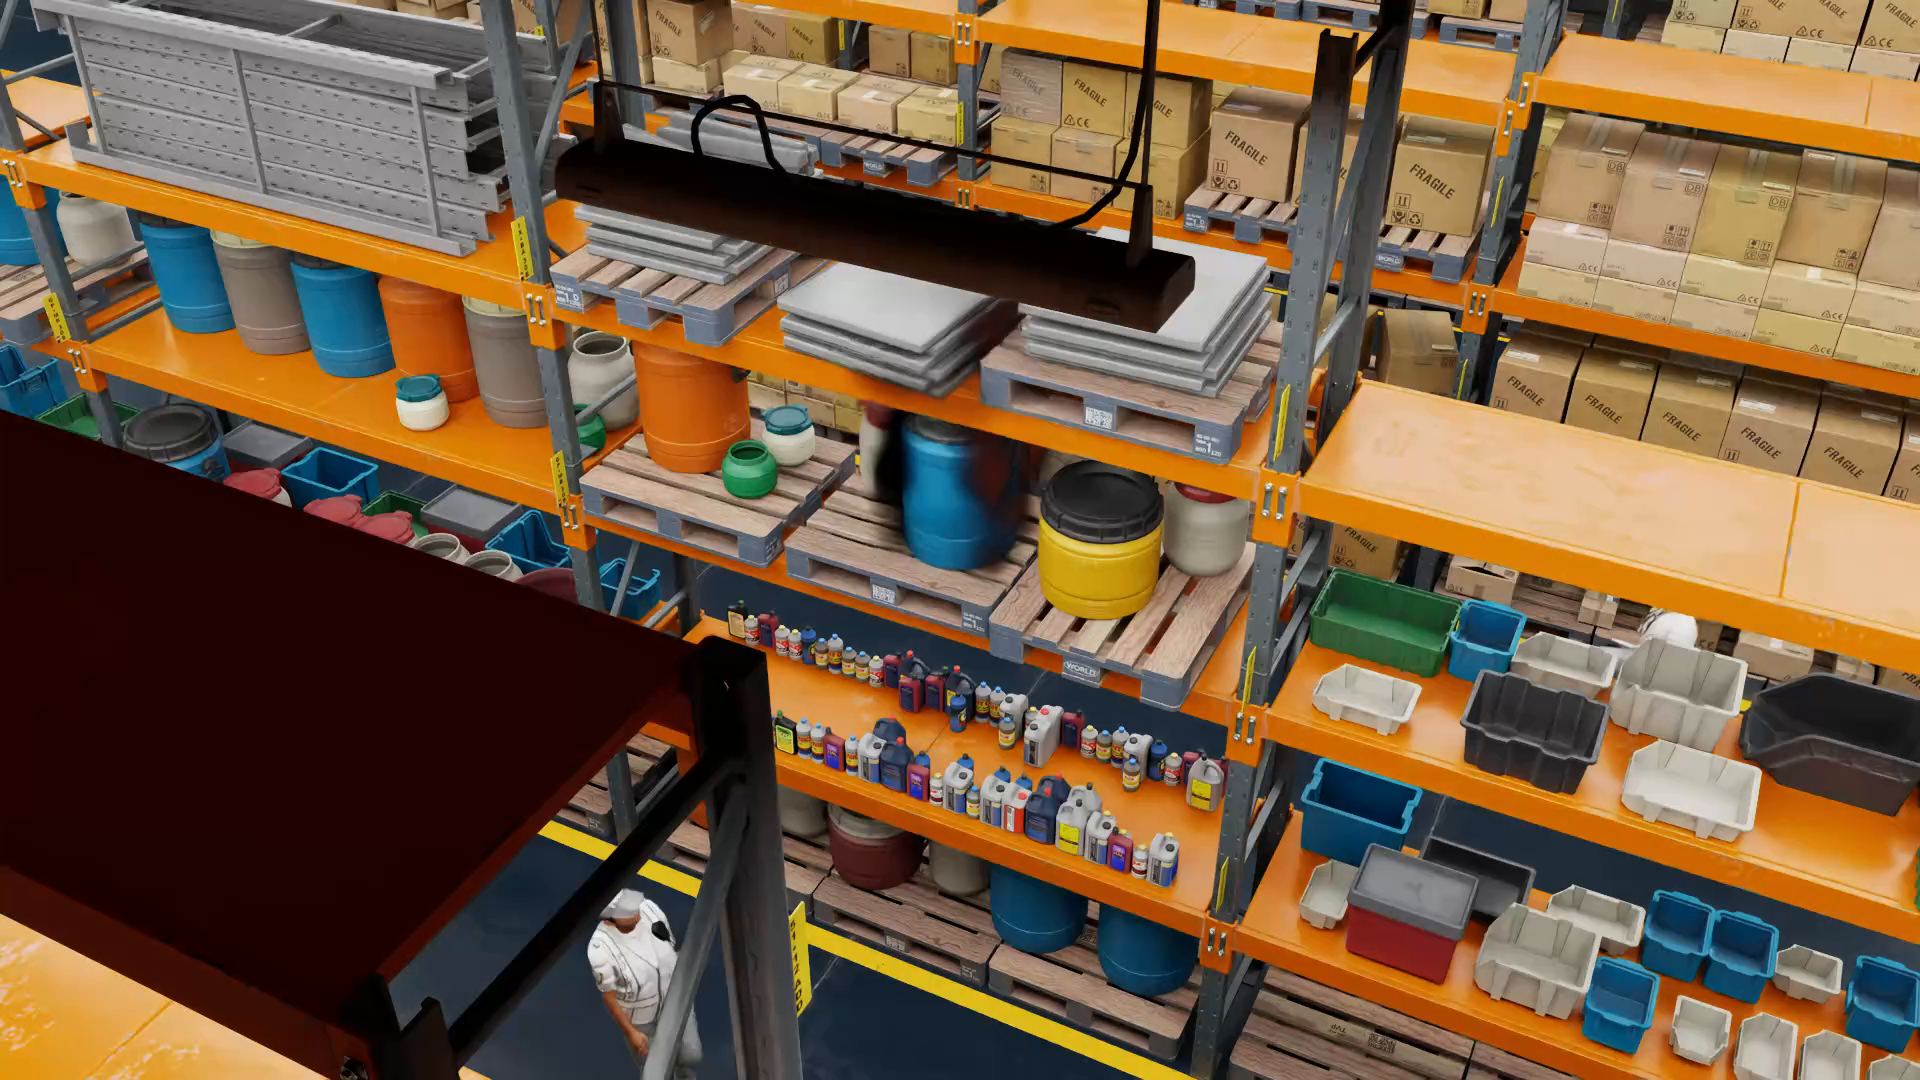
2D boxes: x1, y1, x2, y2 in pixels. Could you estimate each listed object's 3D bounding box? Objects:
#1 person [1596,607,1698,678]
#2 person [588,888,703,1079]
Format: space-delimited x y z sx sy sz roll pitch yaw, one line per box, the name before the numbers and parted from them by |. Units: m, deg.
person | 4.577 0.938 11.070 1.163 1.605 0.725 14 37 18
person | -1.599 2.404 8.544 0.494 1.723 0.453 -13 37 -18
